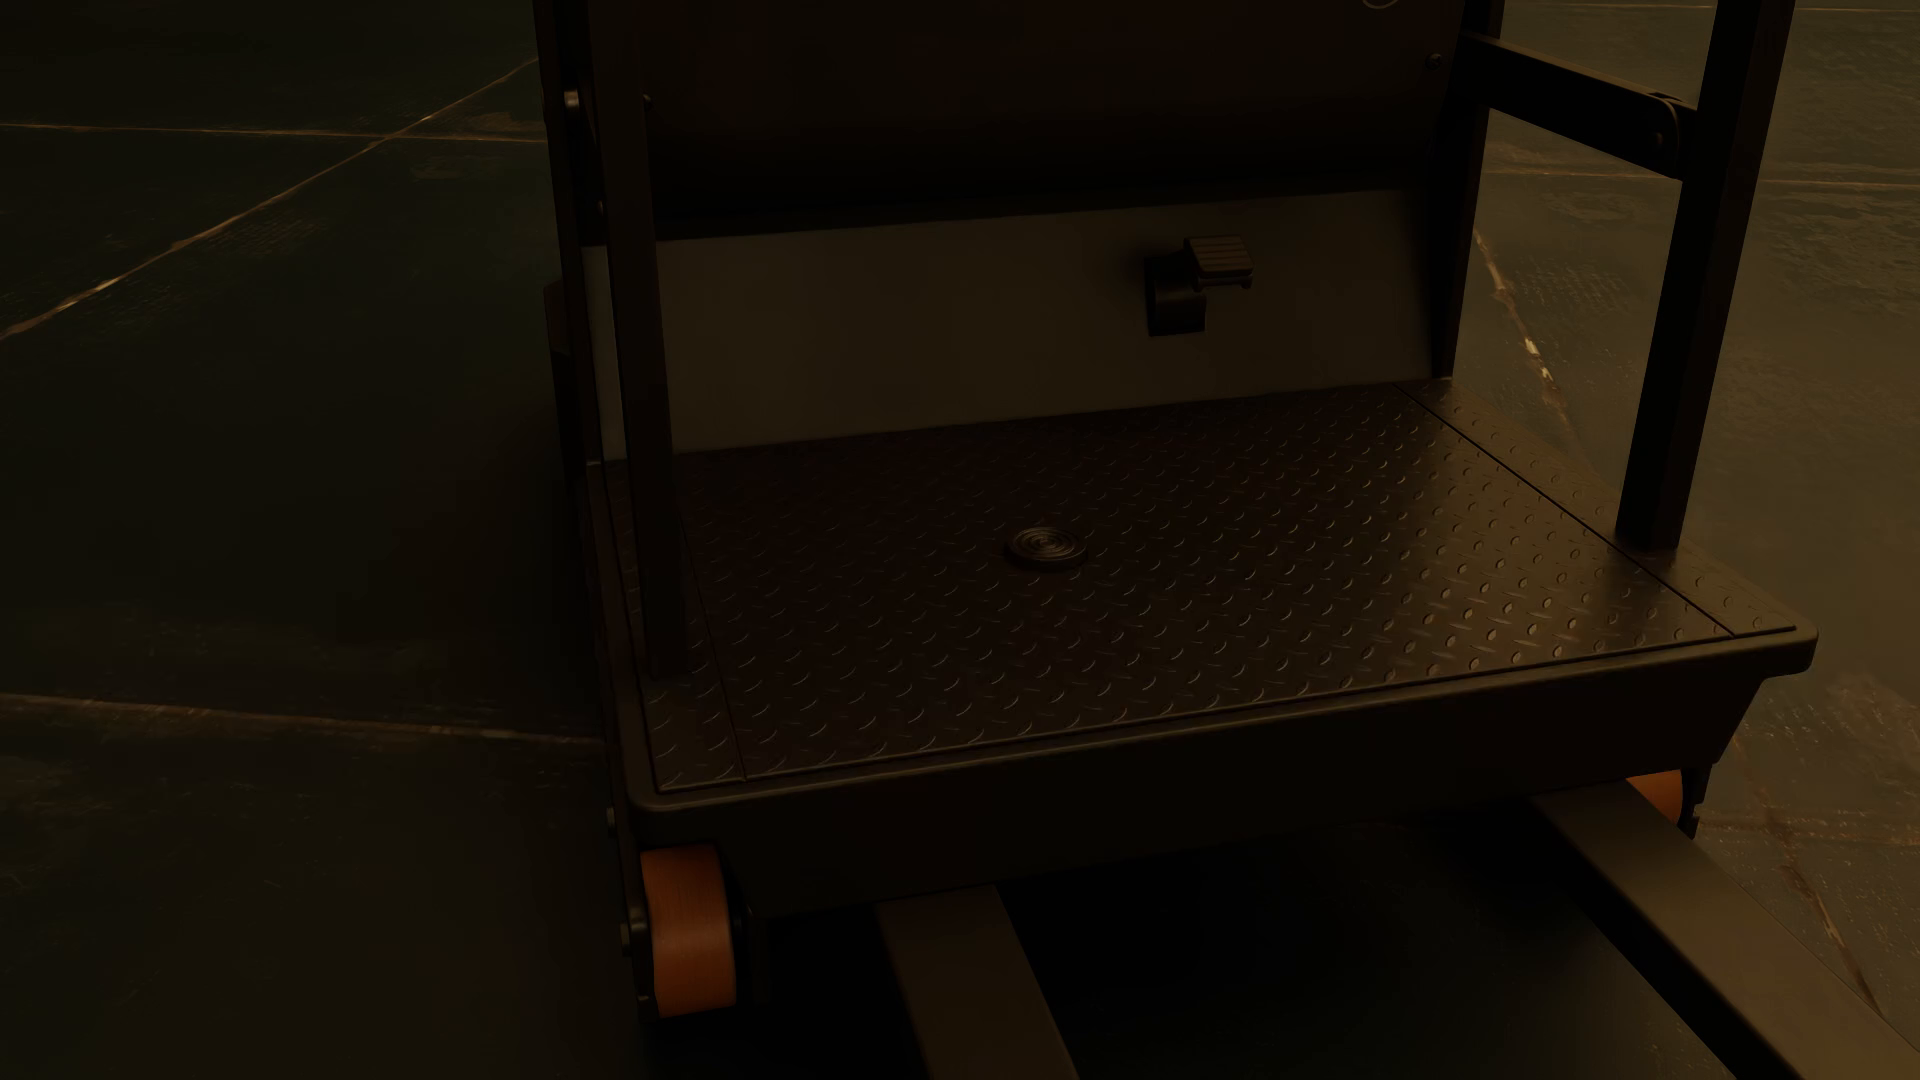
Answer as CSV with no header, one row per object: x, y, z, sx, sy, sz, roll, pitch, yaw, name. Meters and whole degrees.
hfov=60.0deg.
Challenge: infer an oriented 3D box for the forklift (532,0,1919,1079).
0.153,-1.049,1.319,1.130,2.935,3.031,-7,27,-13,forklift
